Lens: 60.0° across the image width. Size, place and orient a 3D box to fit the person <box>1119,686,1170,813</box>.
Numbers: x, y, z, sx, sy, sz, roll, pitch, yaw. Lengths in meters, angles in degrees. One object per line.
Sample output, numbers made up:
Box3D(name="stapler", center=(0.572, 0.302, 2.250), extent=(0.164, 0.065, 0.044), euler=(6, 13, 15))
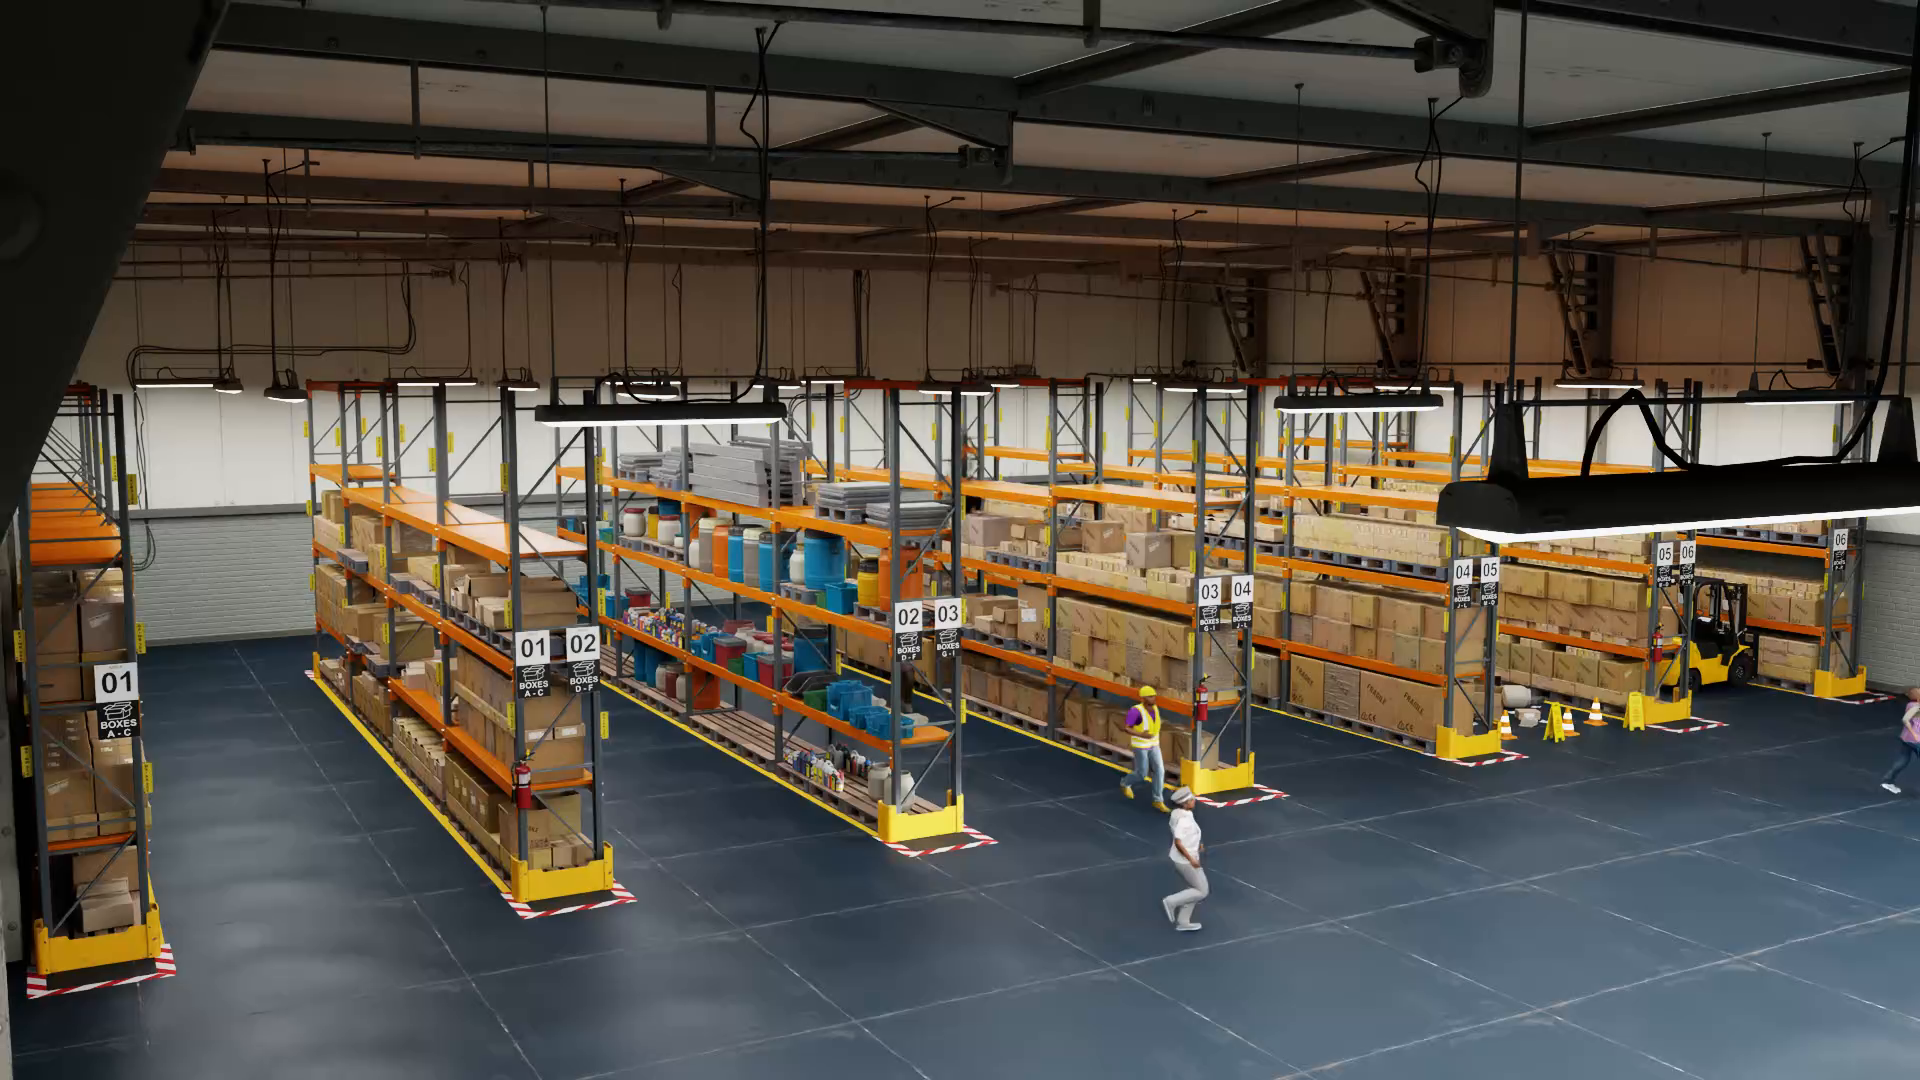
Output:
Box3D(name="person", center=(2.627, 2.945, 23.704), extent=(0.735, 1.766, 0.916), euler=(-5, 8, -37))

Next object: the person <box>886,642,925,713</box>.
Box3D(name="person", center=(-0.970, 2.241, 30.367), extent=(0.613, 1.815, 0.909), euler=(-5, 8, -41))

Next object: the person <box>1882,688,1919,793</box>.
Box3D(name="person", center=(13.858, 2.952, 24.212), extent=(0.724, 1.631, 0.526), euler=(1, 6, 10))

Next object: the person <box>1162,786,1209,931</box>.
Box3D(name="person", center=(2.507, 3.549, 18.537), extent=(0.551, 1.646, 0.589), euler=(-1, 6, -6))
